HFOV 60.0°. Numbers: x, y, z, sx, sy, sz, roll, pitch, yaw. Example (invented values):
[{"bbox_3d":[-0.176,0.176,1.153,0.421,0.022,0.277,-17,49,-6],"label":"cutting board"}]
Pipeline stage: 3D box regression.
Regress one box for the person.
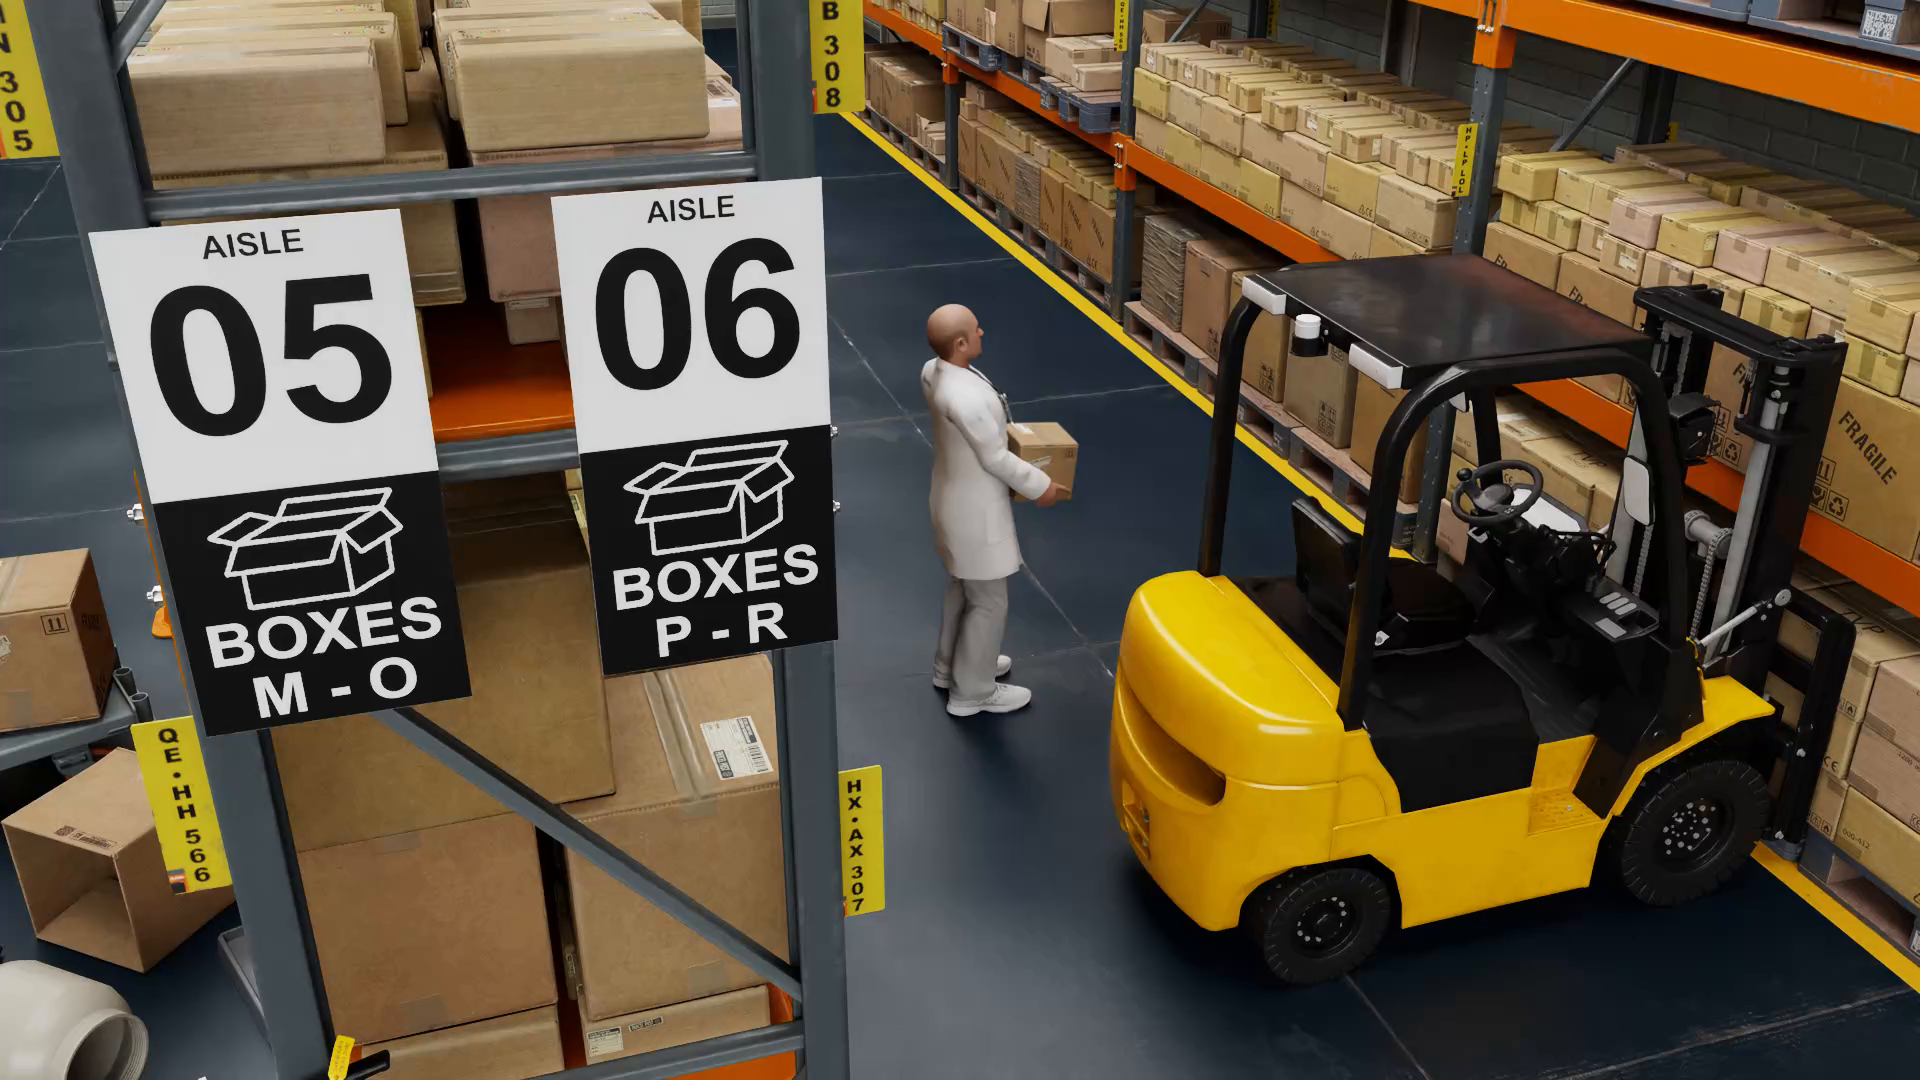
[{"bbox_3d":[0.141,-0.139,6.922,0.563,1.769,0.529,-8,27,-16],"label":"person"}]
